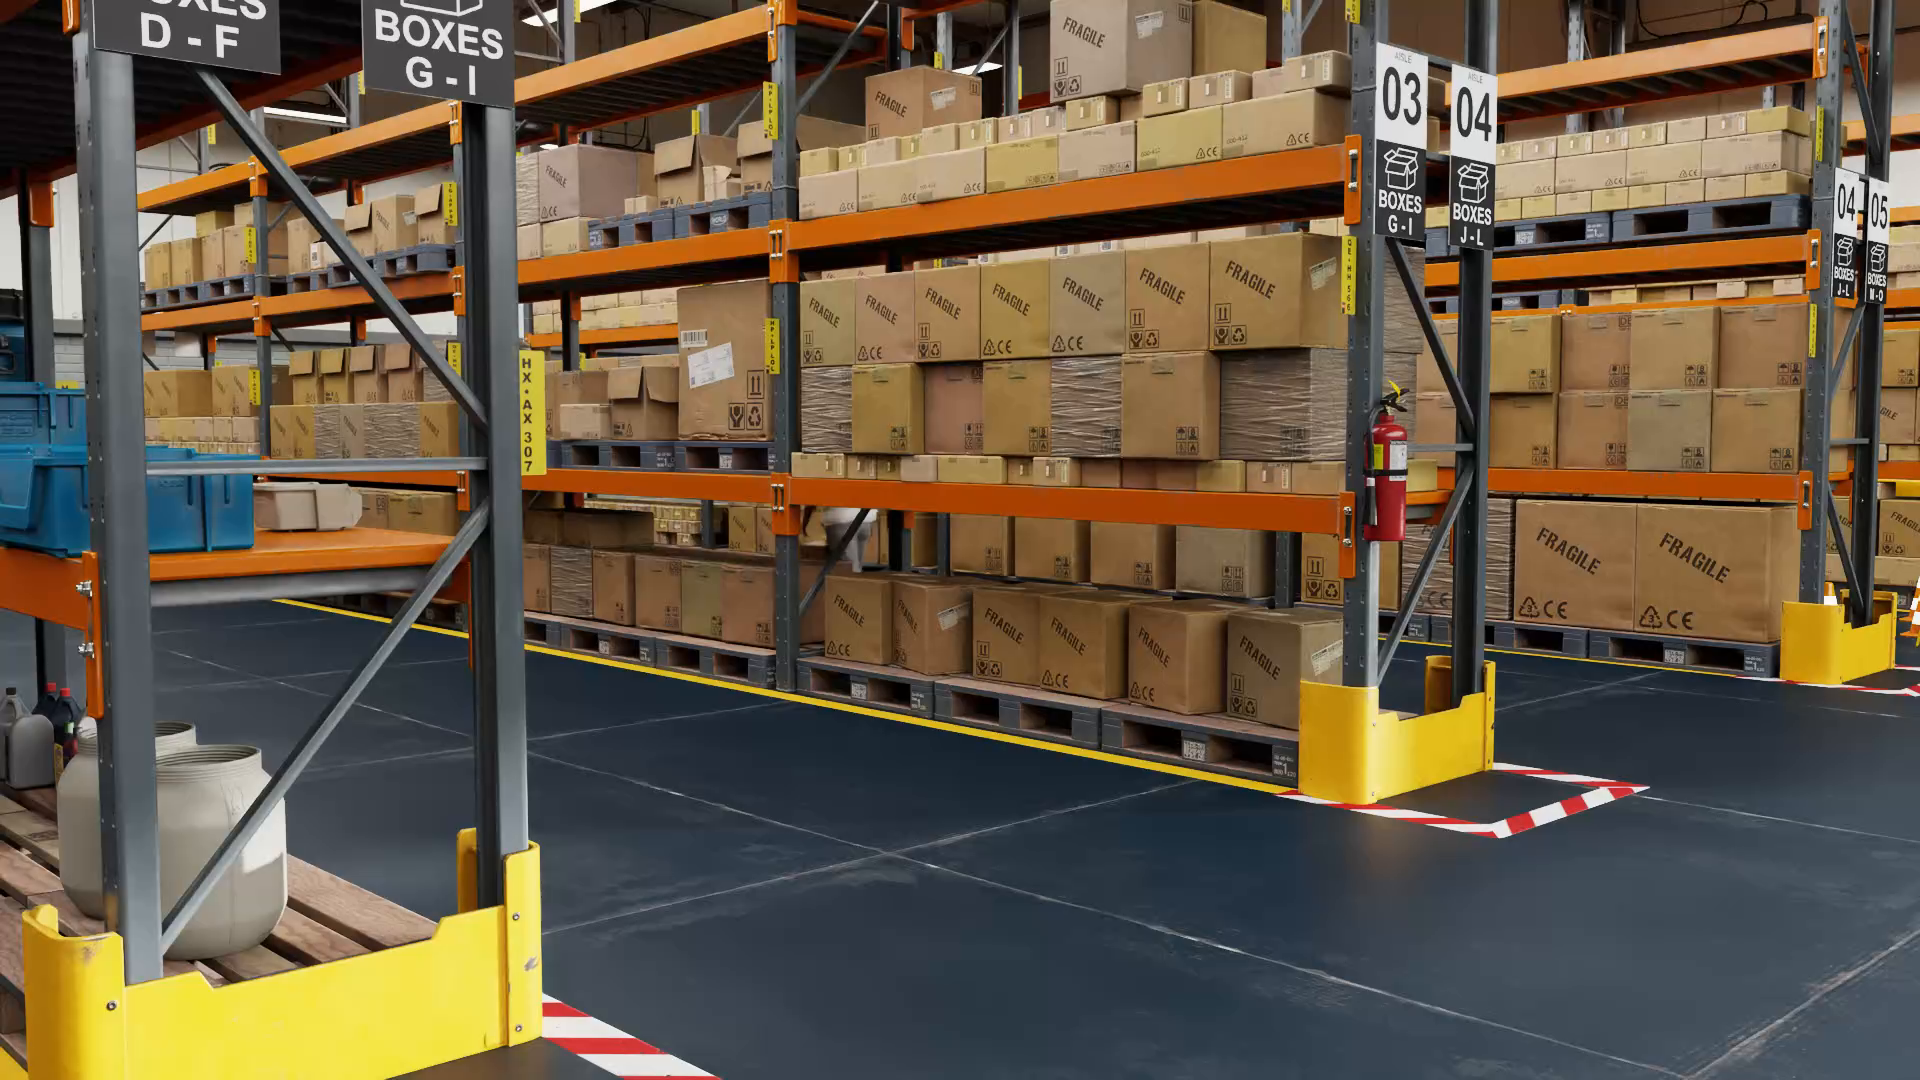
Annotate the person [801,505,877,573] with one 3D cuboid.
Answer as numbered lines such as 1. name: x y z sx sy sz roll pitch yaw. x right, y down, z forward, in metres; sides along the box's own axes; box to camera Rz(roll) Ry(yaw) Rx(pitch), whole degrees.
1. person: -0.922 -0.138 12.594 0.582 1.727 0.921 -4 5 -42
